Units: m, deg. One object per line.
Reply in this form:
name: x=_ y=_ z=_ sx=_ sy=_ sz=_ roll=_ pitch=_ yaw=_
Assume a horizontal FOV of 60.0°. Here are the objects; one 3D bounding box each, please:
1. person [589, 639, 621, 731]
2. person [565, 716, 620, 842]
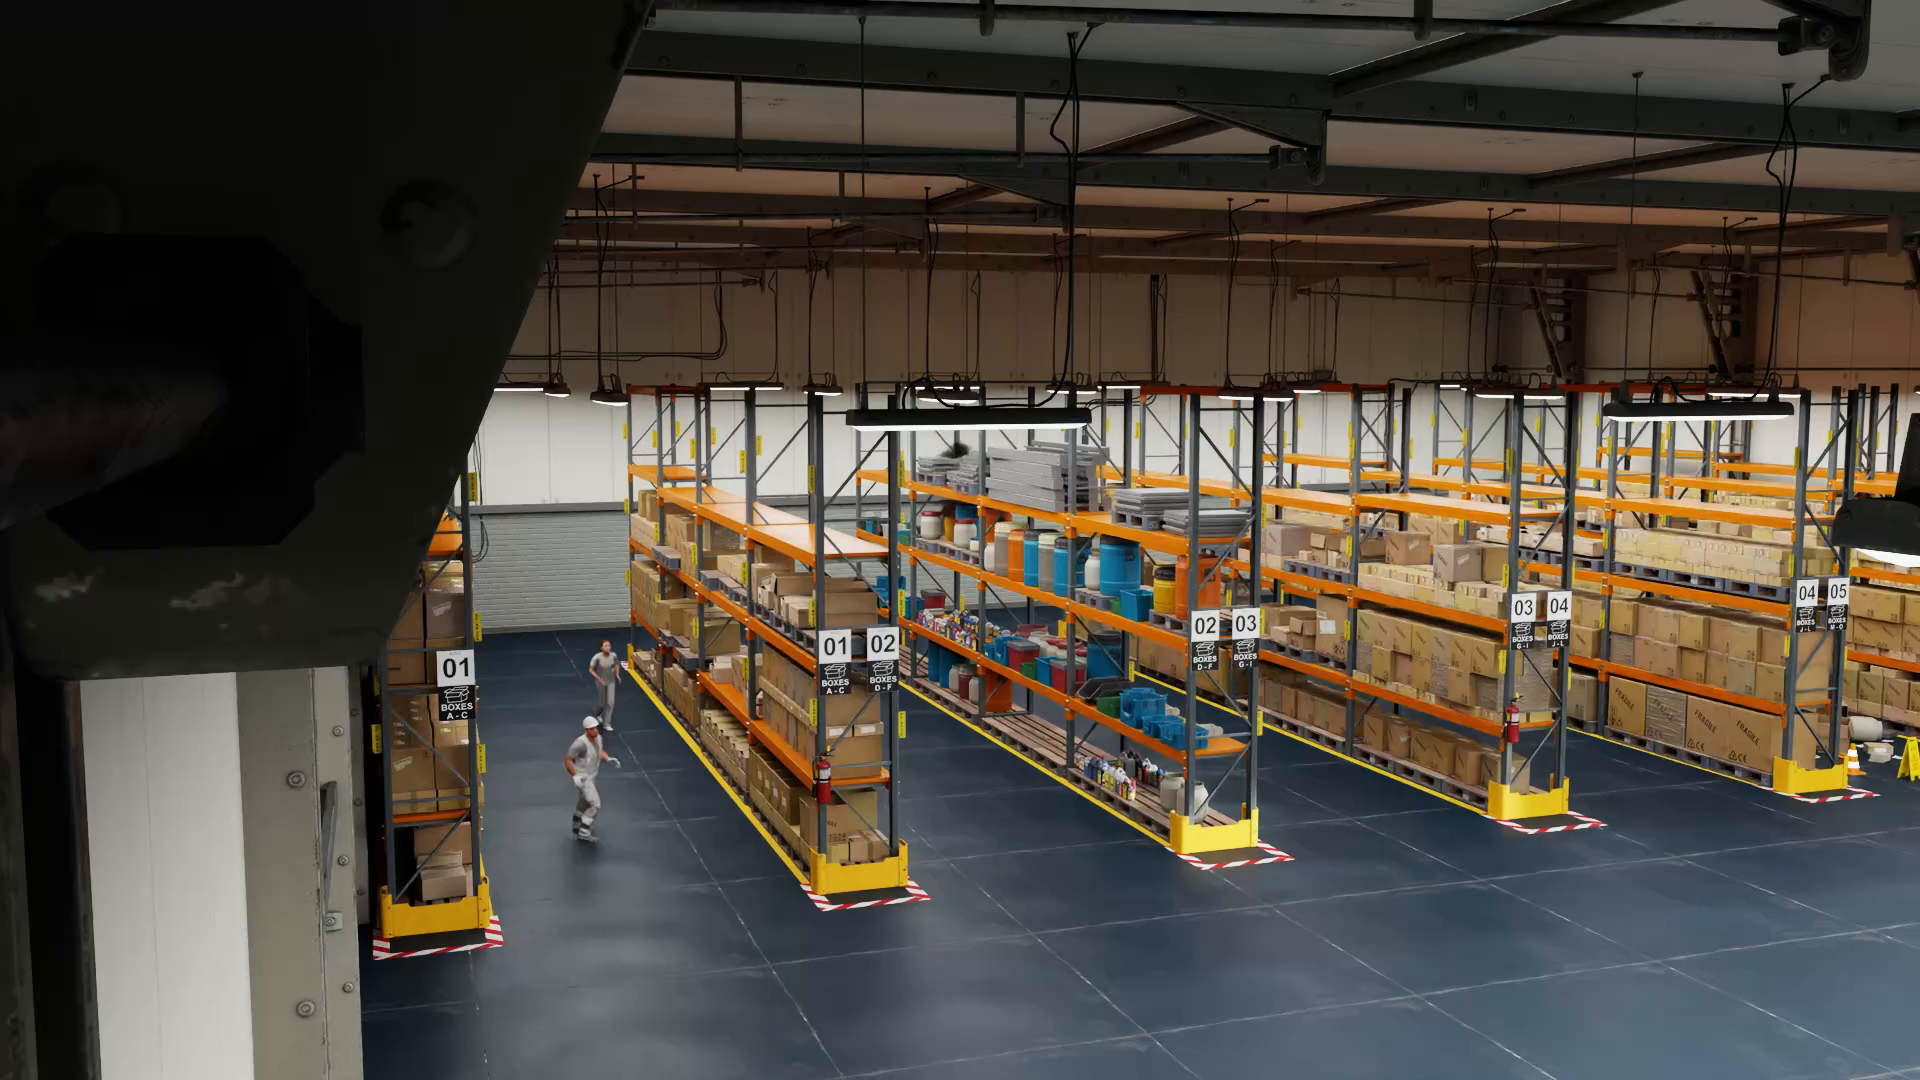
person: x=-6.267 y=2.518 z=29.241 sx=0.563 sy=1.615 sz=0.774 roll=-3 pitch=7 yaw=-27
person: x=-4.964 y=3.190 z=22.369 sx=0.786 sy=1.714 sz=0.684 roll=1 pitch=6 yaw=12
